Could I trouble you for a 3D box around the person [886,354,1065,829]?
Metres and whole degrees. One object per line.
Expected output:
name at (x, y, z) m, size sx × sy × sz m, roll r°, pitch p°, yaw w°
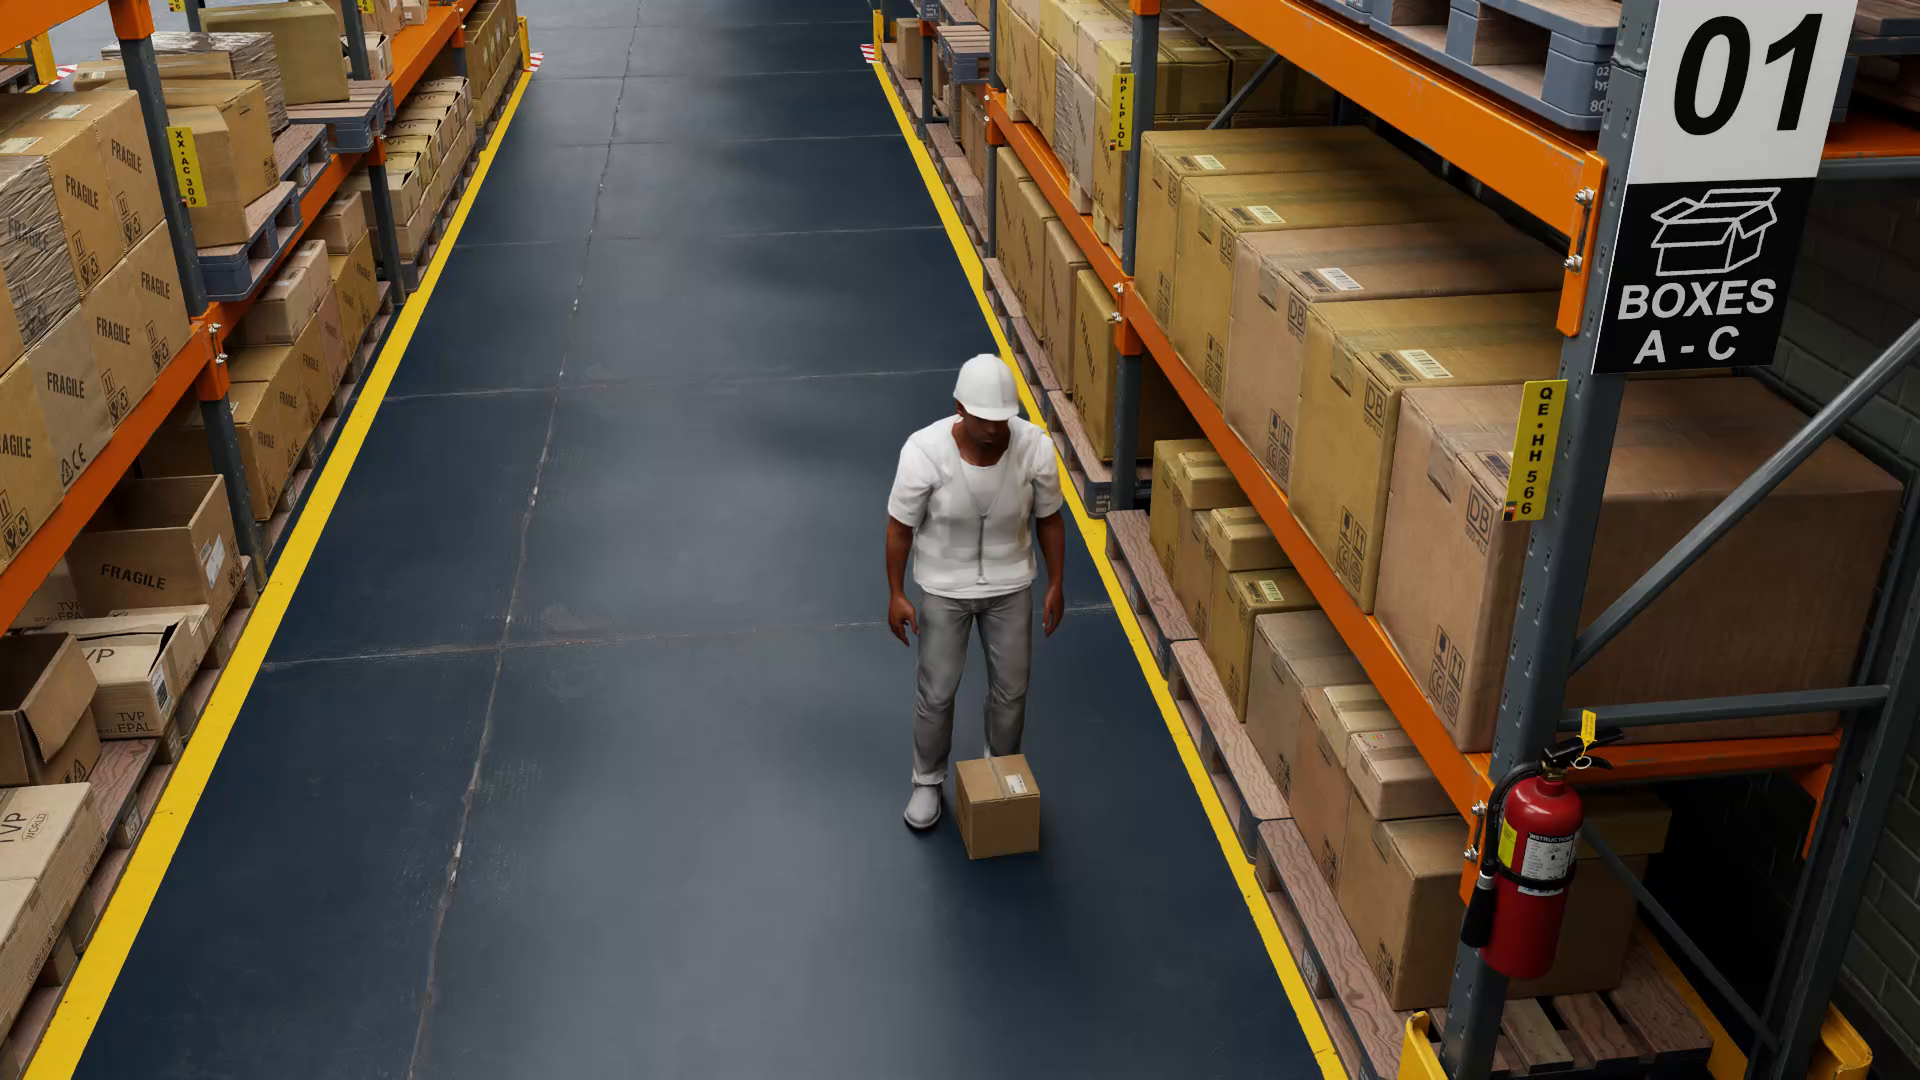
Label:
person at (0.058, 0.175, 5.753) m, size 0.627 × 1.761 × 0.456 m, roll -4°, pitch 27°, yaw -8°
